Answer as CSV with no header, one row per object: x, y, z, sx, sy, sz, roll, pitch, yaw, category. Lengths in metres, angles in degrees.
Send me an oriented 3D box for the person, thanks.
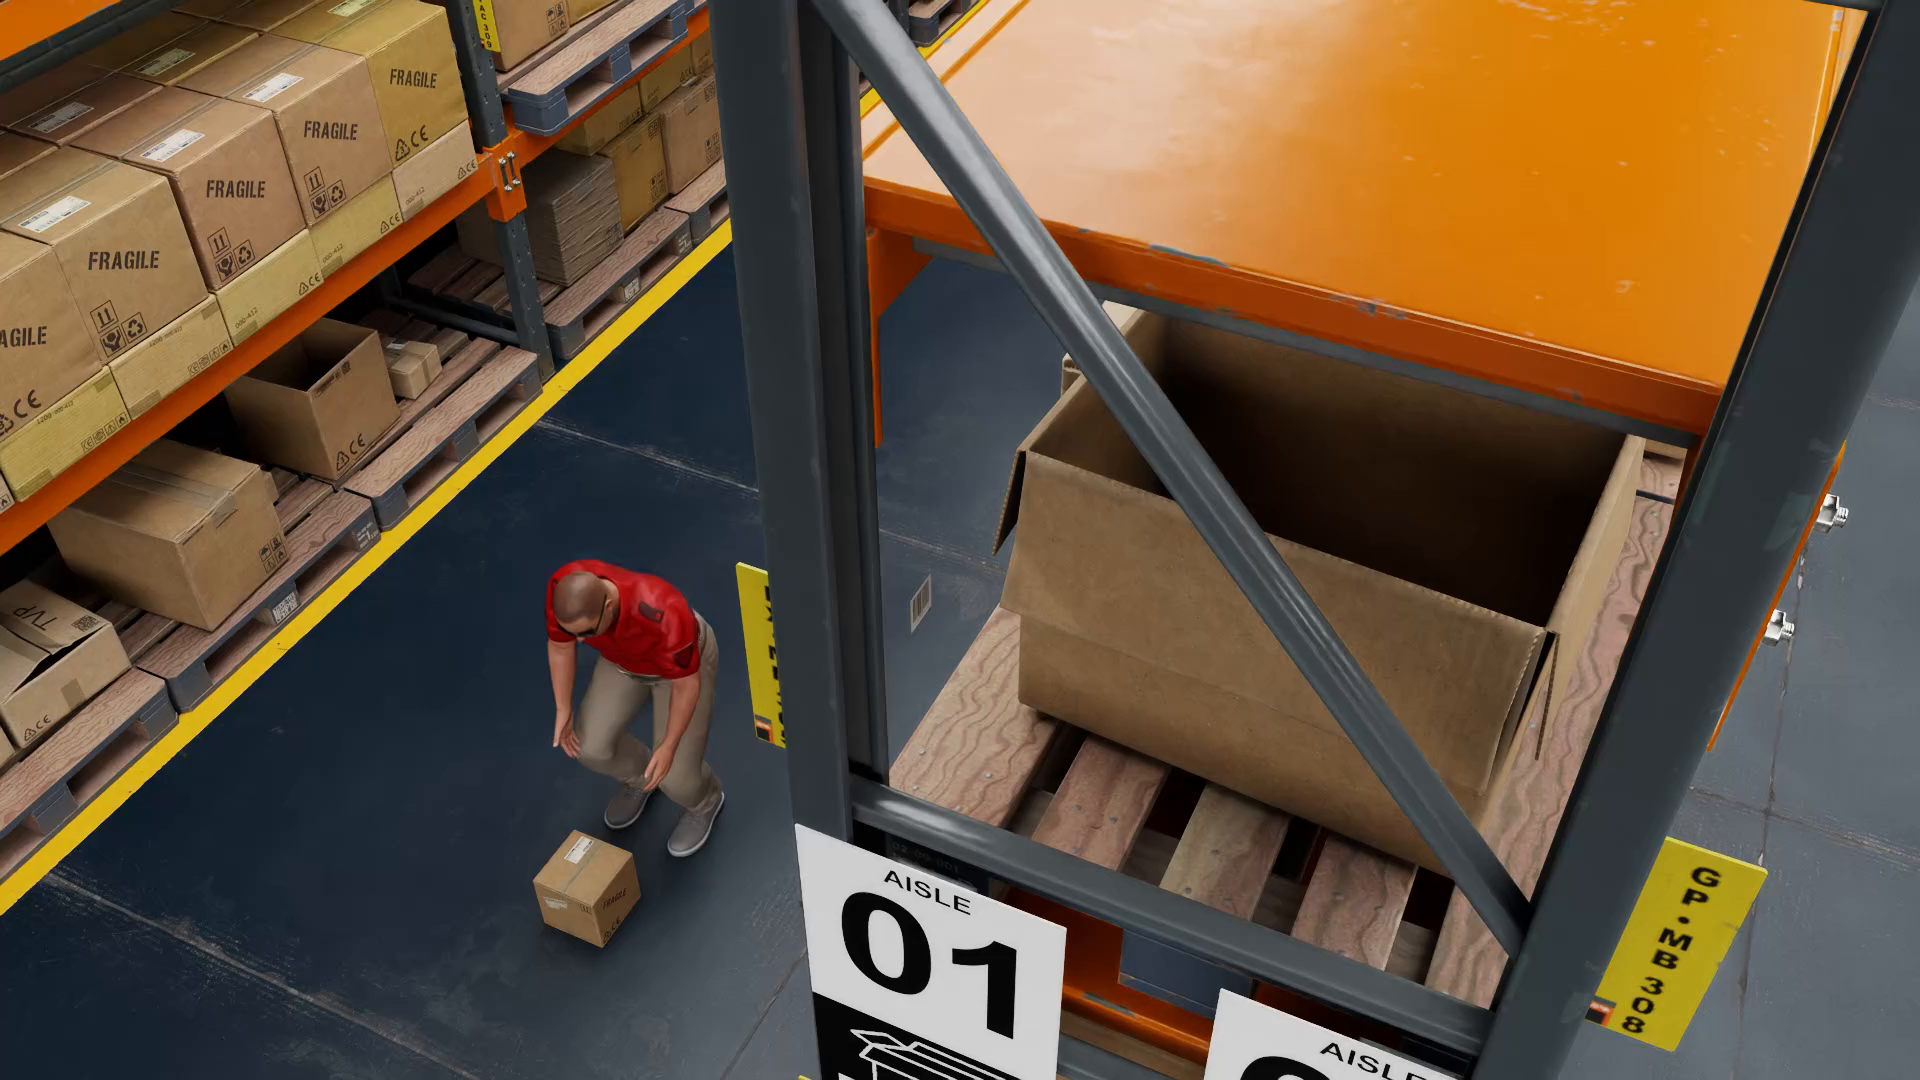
-1.178,0.836,5.924,0.542,0.847,0.957,16,44,17,person
